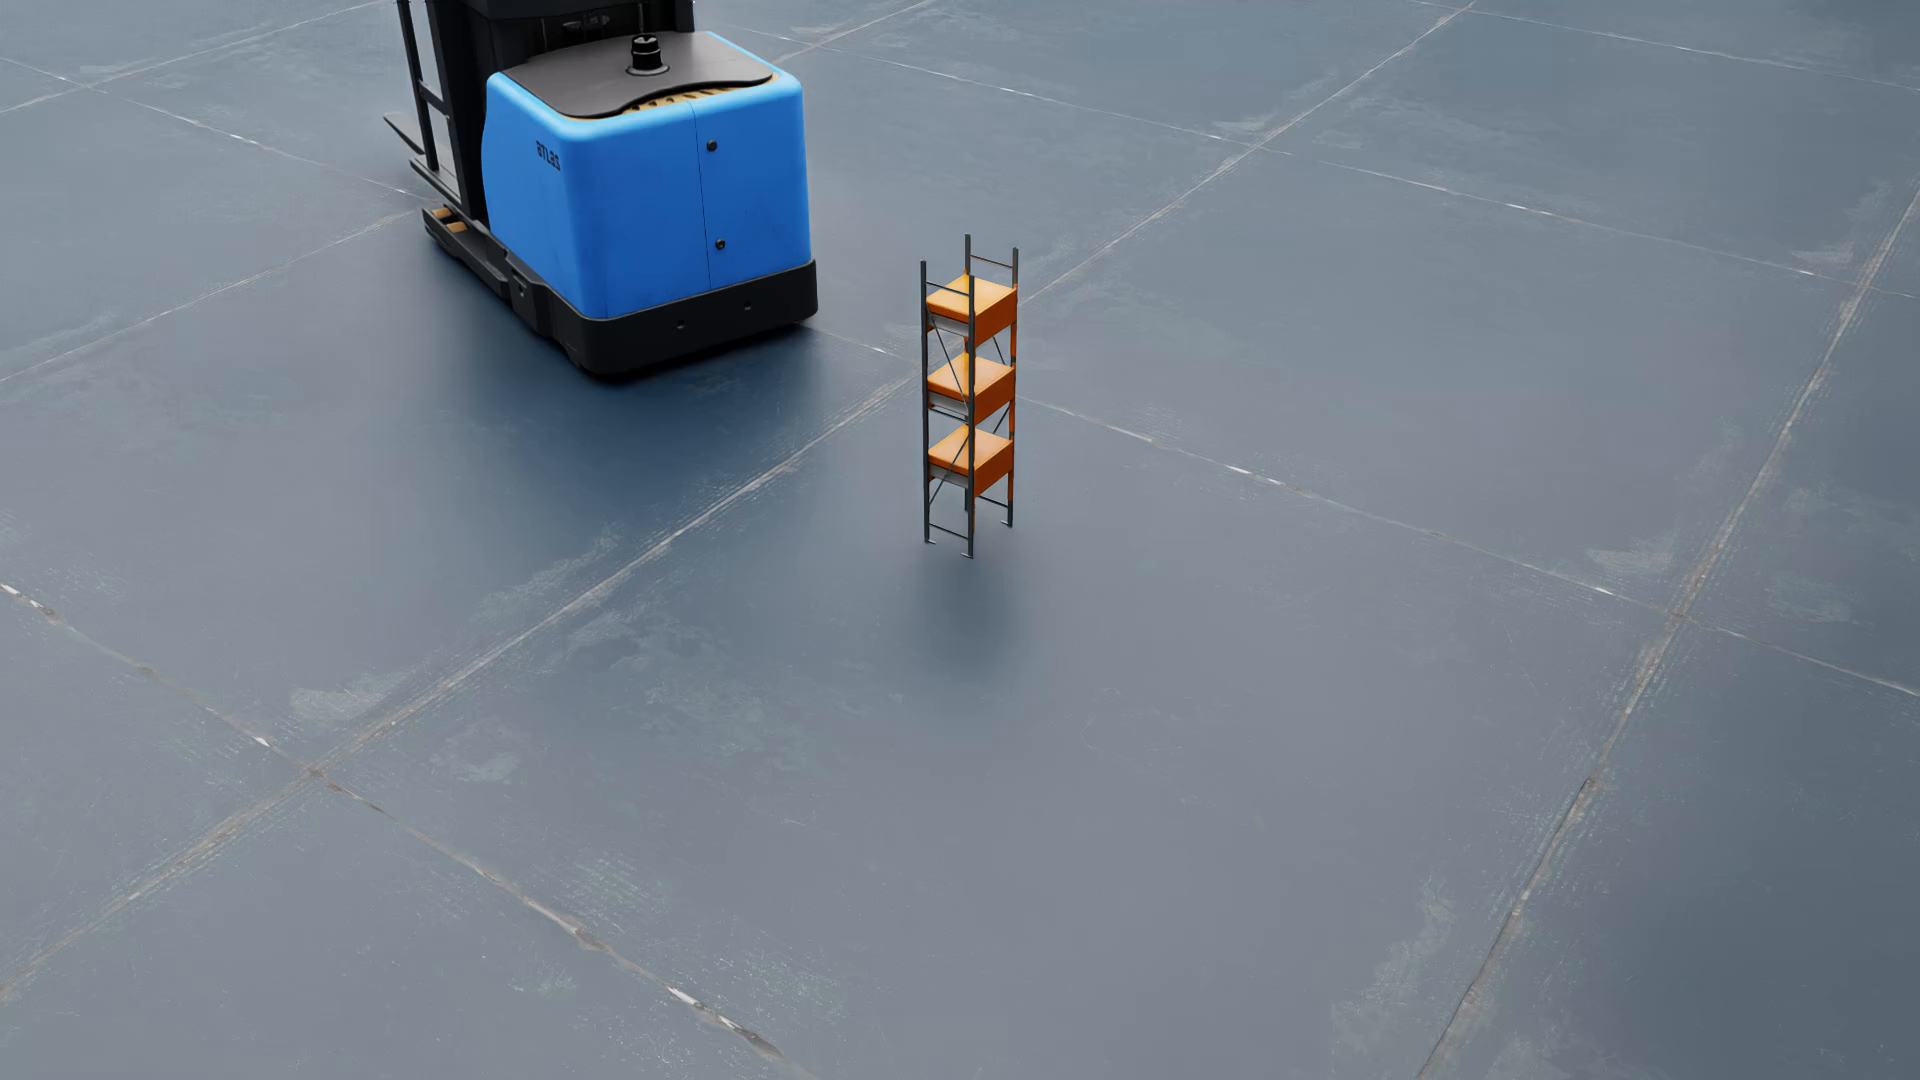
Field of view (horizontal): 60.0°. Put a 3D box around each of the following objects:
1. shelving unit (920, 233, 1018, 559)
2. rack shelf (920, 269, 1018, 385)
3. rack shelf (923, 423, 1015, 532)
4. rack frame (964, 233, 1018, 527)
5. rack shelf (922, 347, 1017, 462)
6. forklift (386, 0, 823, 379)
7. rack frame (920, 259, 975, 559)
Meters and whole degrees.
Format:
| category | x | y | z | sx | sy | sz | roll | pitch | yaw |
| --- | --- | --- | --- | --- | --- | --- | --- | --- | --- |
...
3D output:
| category | x | y | z | sx | sy | sz | roll | pitch | yaw |
| --- | --- | --- | --- | --- | --- | --- | --- | --- | --- |
| shelving unit | 0.031 | -0.460 | 5.492 | 0.215 | 1.050 | 0.252 | 21 | 39 | 28 |
| rack shelf | 0.031 | -0.686 | 5.339 | 0.215 | 0.259 | 0.240 | 21 | 39 | 28 |
| rack shelf | 0.031 | -0.221 | 5.654 | 0.215 | 0.259 | 0.240 | 21 | 39 | 28 |
| rack frame | 0.100 | -0.516 | 5.575 | 0.200 | 1.050 | 0.008 | 21 | 39 | 28 |
| rack shelf | 0.031 | -0.451 | 5.498 | 0.215 | 0.259 | 0.240 | 21 | 39 | 28 |
| forklift | -1.830 | -2.631 | 7.024 | 1.130 | 2.935 | 3.031 | -21 | 39 | -28 |
| rack frame | -0.039 | -0.403 | 5.409 | 0.200 | 1.050 | 0.008 | 21 | 39 | 28 |
